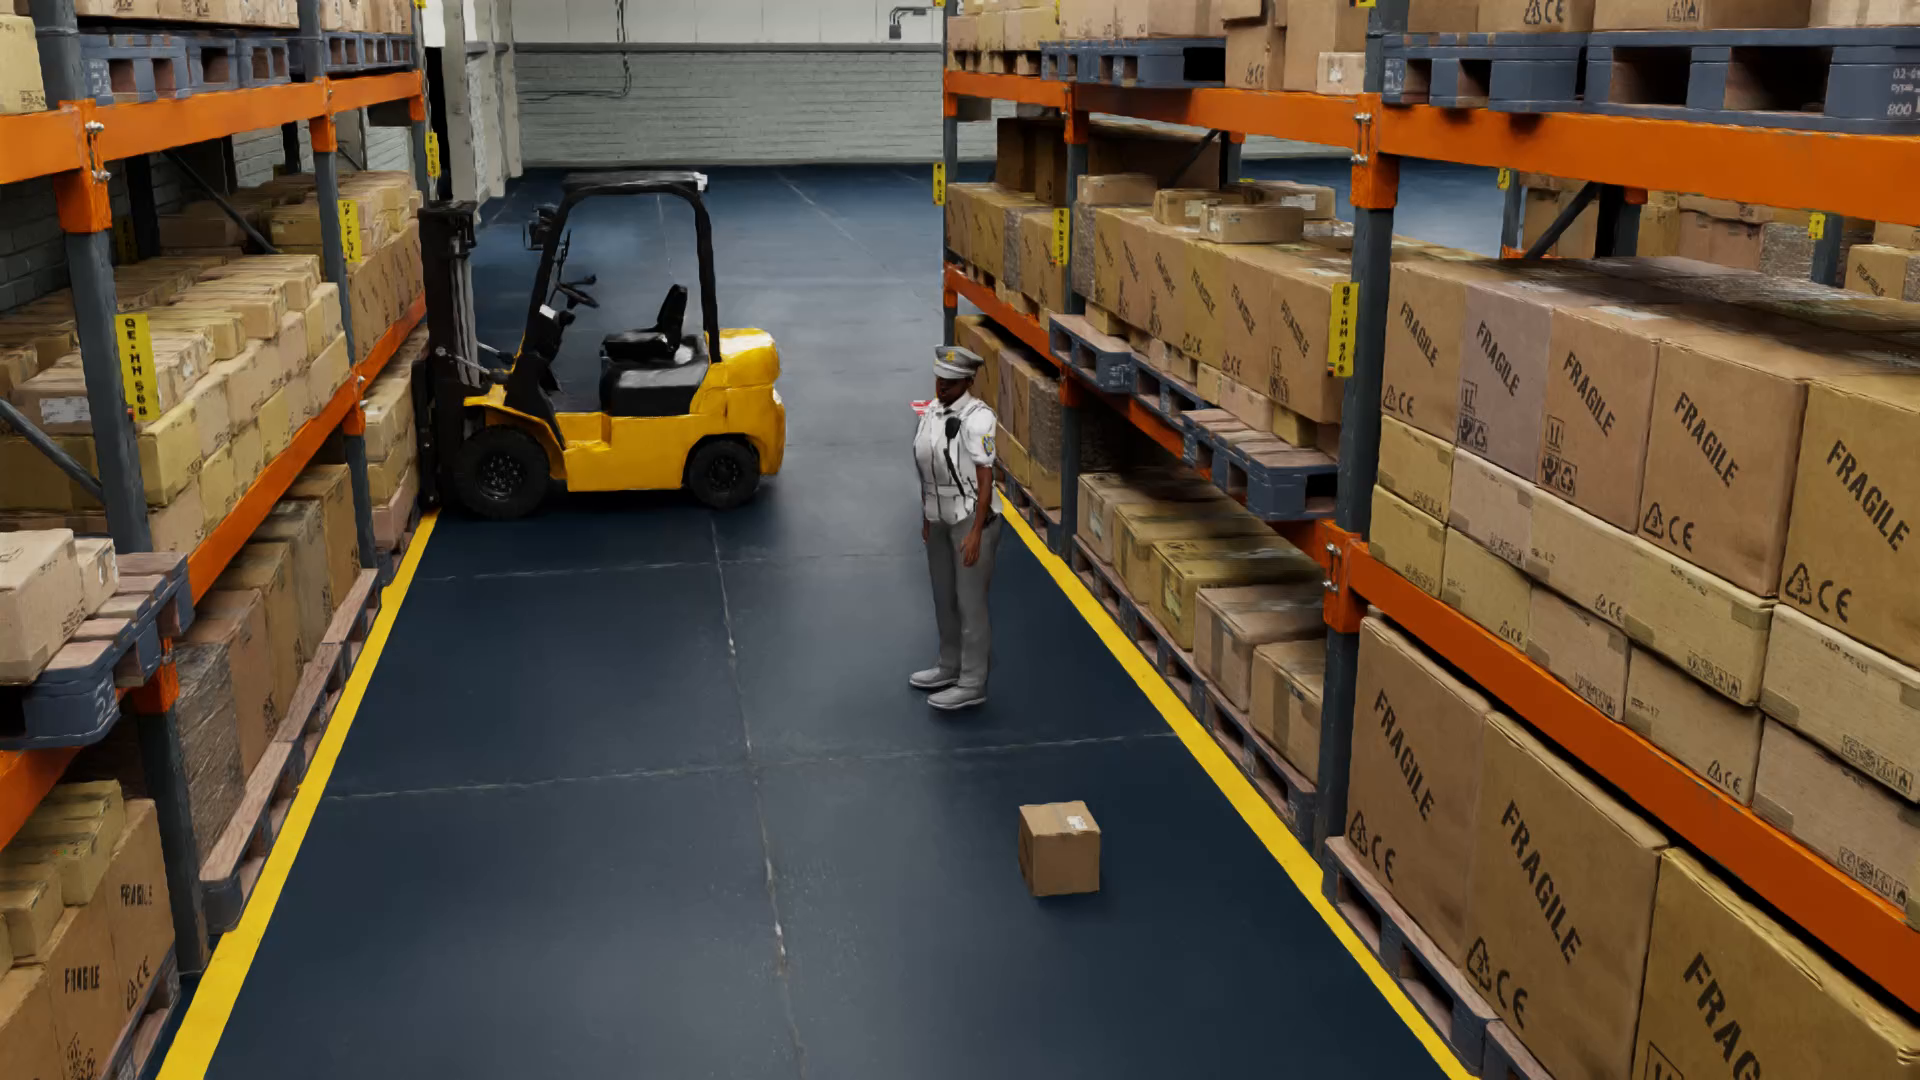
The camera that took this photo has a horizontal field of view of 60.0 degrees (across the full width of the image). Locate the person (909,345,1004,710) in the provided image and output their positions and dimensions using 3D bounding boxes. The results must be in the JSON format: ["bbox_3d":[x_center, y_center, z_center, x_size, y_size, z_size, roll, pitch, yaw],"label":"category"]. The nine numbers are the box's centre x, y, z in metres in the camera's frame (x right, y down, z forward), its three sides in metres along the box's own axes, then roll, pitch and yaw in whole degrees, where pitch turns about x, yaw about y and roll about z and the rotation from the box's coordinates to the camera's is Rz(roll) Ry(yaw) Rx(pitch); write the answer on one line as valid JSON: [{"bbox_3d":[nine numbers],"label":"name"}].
[{"bbox_3d":[-0.052,-0.067,7.647,0.430,1.685,0.519,-13,21,-37],"label":"person"}]
